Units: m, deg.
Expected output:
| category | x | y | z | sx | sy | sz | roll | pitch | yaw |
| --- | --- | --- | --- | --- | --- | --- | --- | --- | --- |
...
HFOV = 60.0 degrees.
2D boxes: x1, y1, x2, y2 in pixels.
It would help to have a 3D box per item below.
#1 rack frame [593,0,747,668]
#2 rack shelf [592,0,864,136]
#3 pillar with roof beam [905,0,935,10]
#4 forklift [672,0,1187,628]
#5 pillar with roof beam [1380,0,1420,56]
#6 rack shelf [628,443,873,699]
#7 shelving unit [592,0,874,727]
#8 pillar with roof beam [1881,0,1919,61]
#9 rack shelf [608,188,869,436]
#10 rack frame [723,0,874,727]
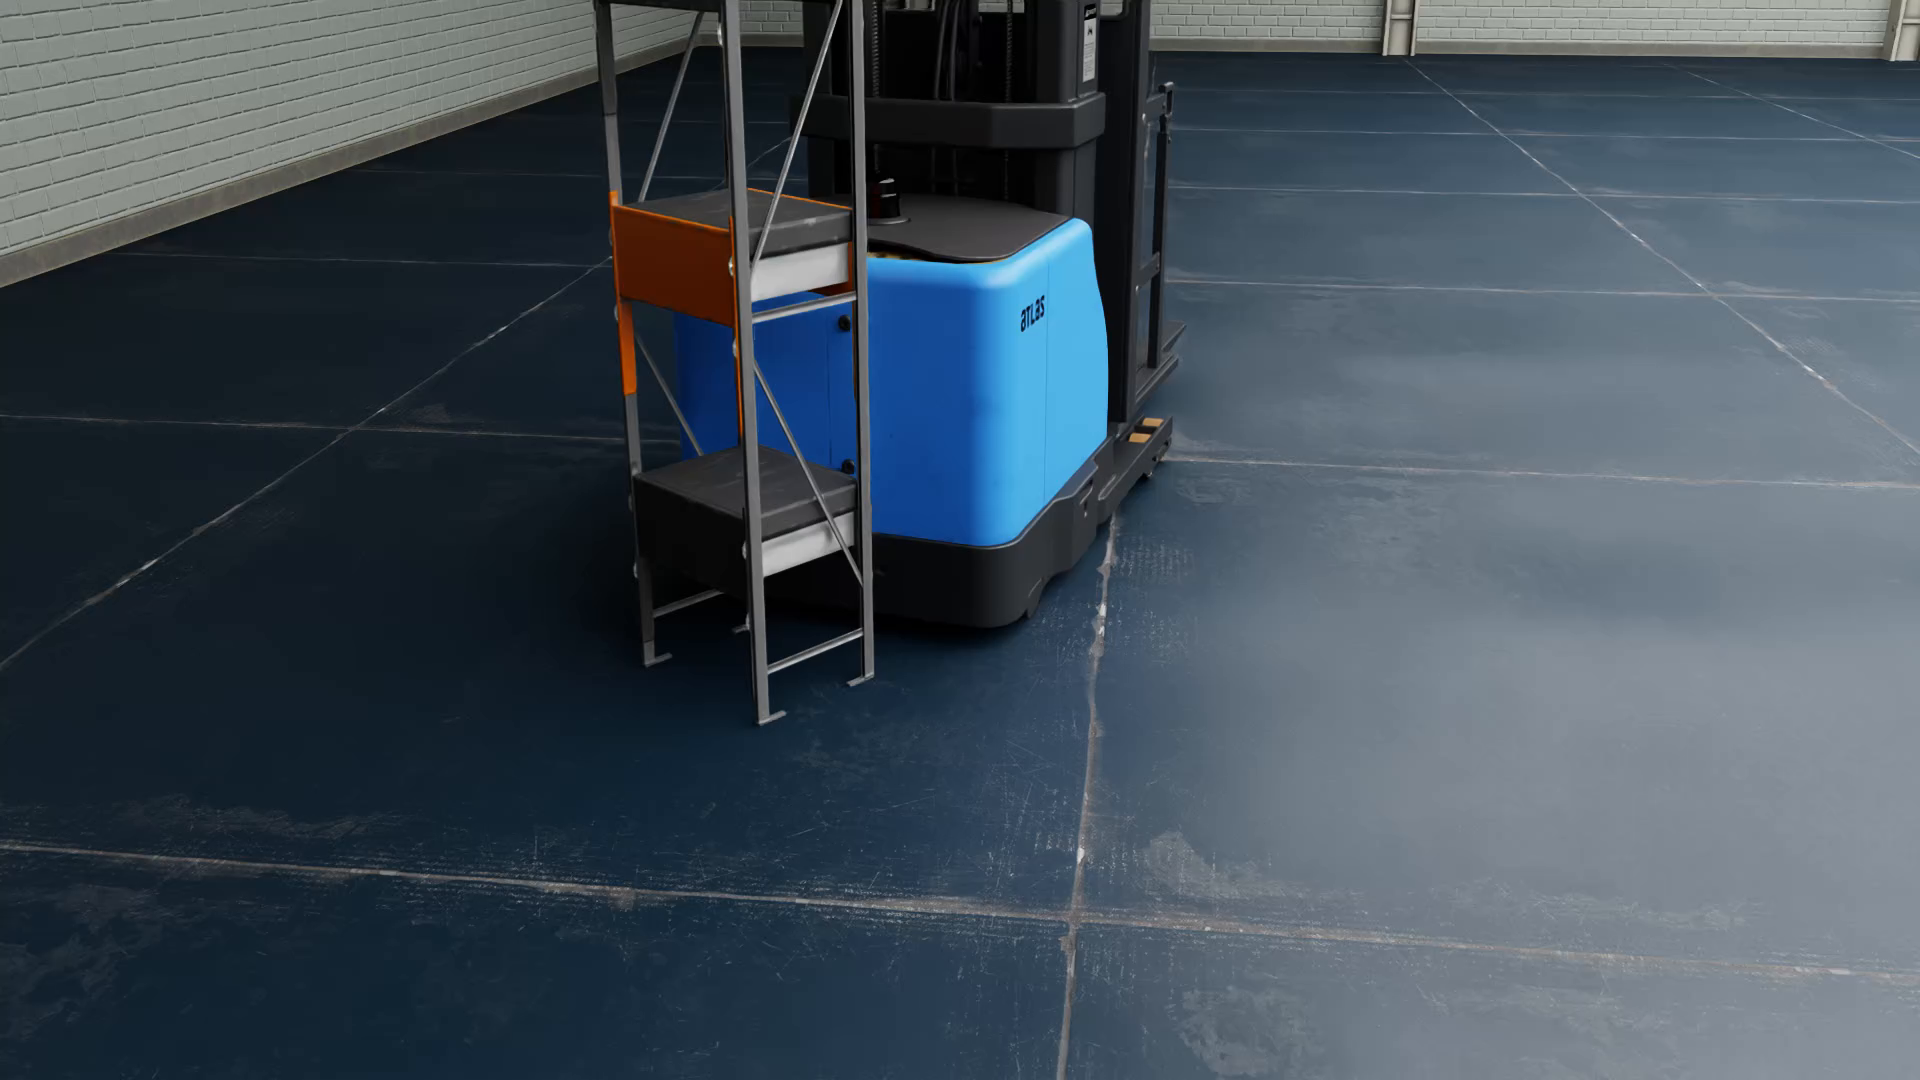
| category | x | y | z | sx | sy | sz | roll | pitch | yaw |
| --- | --- | --- | --- | --- | --- | --- | --- | --- | --- |
| rack frame | -0.722 | -0.680 | 4.297 | 0.015 | 2.100 | 0.400 | 20 | 29 | 40 |
| rack shelf | -0.545 | -1.254 | 3.885 | 0.480 | 0.518 | 0.431 | 20 | 29 | 40 |
| pillar with roof beam | -0.990 | -8.960 | 15.863 | 0.400 | 9.000 | 9.100 | 2 | 22 | 6 |
| forklift | 0.152 | -1.628 | 5.572 | 1.130 | 2.935 | 3.031 | 8 | 23 | 18 |
| pillar with roof beam | 4.969 | -8.700 | 15.206 | 0.400 | 9.000 | 9.100 | 2 | 22 | 6 |
| rack shelf | -0.550 | 0.047 | 4.403 | 0.480 | 0.518 | 0.431 | 20 | 29 | 40 |
| shelving unit | -0.547 | -0.616 | 4.139 | 0.503 | 2.100 | 0.431 | 20 | 29 | 40 |
| pillar with roof beam | 10.927 | -8.440 | 14.550 | 0.400 | 9.000 | 9.100 | 2 | 22 | 6 |
| rack shelf | -0.547 | -0.604 | 4.144 | 0.480 | 0.518 | 0.431 | 20 | 29 | 40 |
| rack frame | -0.372 | -0.553 | 3.981 | 0.015 | 2.100 | 0.400 | 20 | 29 | 40 |
